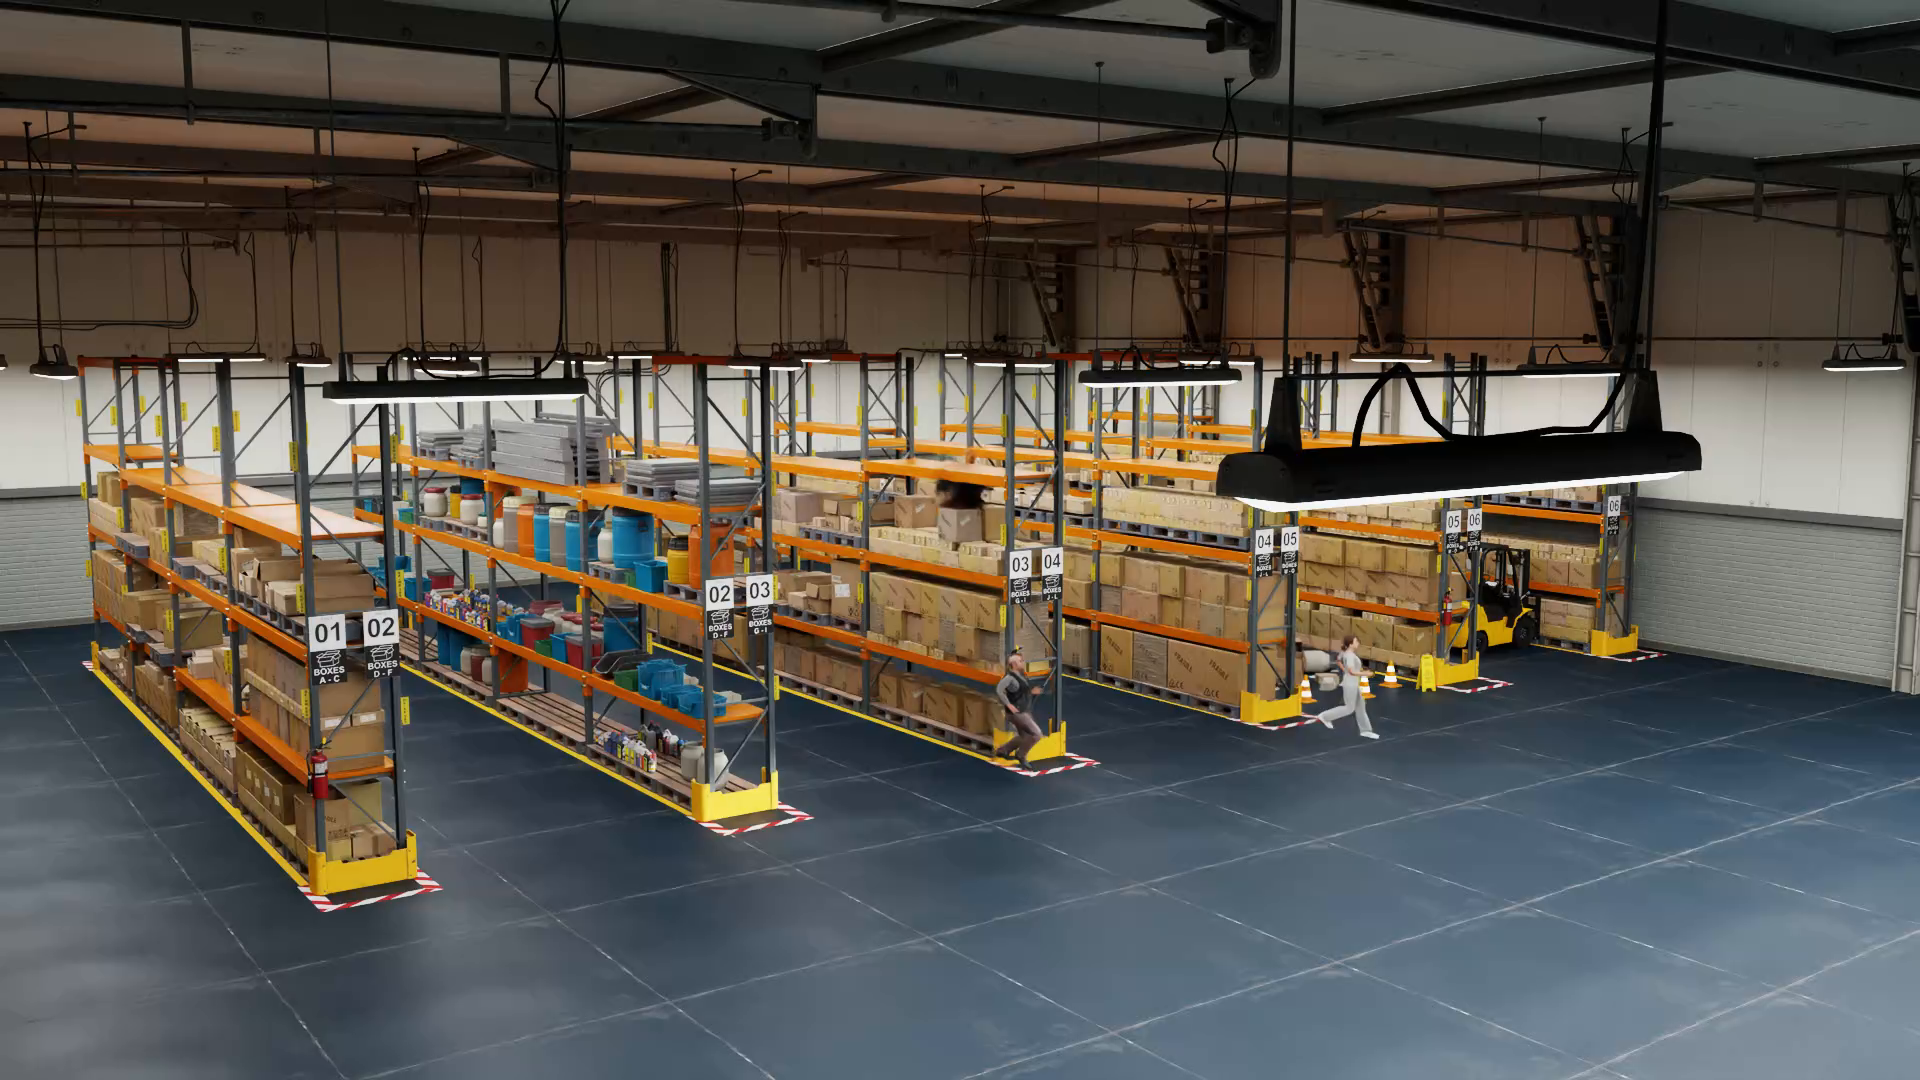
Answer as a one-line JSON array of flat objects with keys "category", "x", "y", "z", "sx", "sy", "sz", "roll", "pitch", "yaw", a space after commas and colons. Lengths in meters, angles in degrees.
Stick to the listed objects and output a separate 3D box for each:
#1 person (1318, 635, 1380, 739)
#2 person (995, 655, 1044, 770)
[{"category": "person", "x": 6.148, "y": 2.310, "z": 26.221, "sx": 0.970, "sy": 1.659, "sz": 0.582, "roll": 1, "pitch": 7, "yaw": 11}, {"category": "person", "x": 0.847, "y": 2.462, "z": 23.850, "sx": 0.705, "sy": 1.641, "sz": 0.637, "roll": 2, "pitch": 7, "yaw": 13}]
